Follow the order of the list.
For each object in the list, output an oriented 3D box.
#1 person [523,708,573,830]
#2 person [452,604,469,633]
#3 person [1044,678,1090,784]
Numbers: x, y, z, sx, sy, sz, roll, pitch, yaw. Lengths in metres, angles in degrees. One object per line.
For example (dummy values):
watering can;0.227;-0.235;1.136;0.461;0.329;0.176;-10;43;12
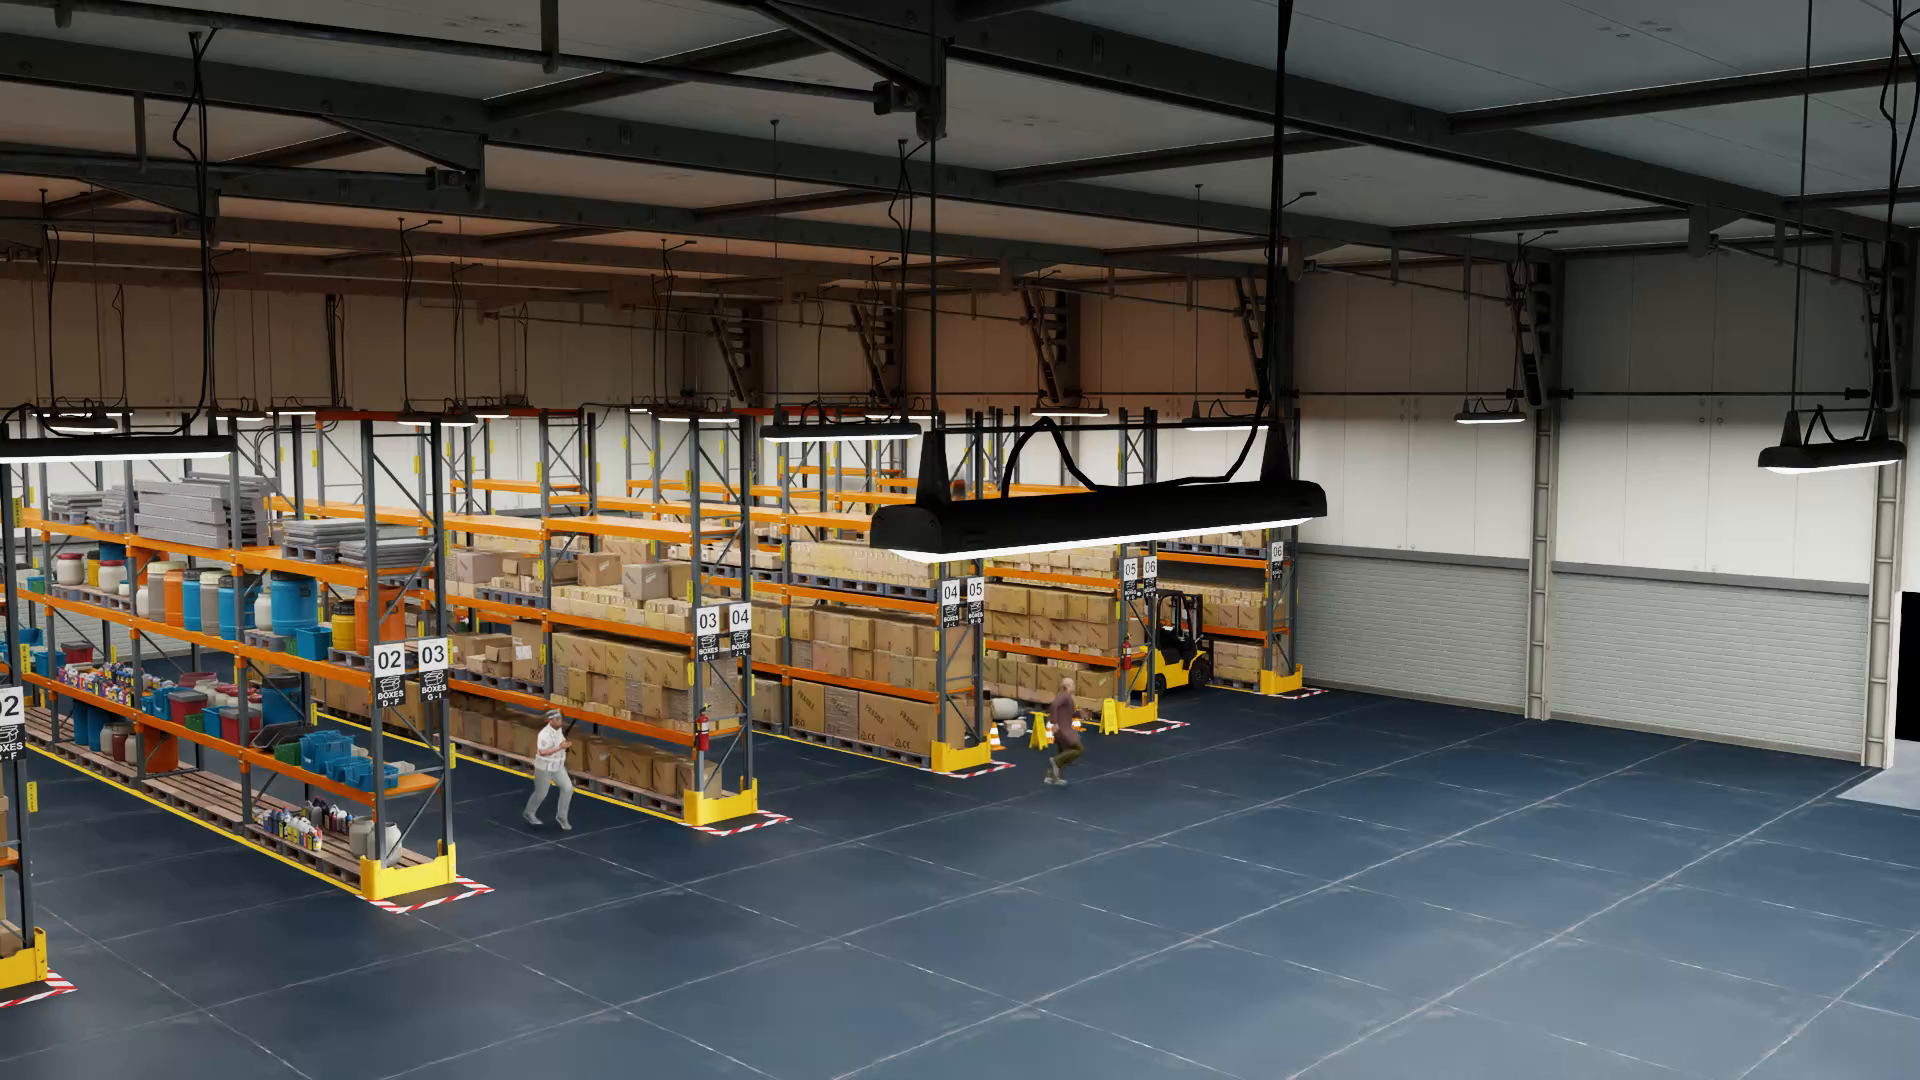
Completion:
person;-5.977;3.340;24.108;0.882;1.852;0.640;2;6;25
person;-12.059;1.928;40.124;0.623;1.725;0.655;-5;7;-42
person;1.729;3.091;26.820;0.754;1.729;0.759;0;5;1
